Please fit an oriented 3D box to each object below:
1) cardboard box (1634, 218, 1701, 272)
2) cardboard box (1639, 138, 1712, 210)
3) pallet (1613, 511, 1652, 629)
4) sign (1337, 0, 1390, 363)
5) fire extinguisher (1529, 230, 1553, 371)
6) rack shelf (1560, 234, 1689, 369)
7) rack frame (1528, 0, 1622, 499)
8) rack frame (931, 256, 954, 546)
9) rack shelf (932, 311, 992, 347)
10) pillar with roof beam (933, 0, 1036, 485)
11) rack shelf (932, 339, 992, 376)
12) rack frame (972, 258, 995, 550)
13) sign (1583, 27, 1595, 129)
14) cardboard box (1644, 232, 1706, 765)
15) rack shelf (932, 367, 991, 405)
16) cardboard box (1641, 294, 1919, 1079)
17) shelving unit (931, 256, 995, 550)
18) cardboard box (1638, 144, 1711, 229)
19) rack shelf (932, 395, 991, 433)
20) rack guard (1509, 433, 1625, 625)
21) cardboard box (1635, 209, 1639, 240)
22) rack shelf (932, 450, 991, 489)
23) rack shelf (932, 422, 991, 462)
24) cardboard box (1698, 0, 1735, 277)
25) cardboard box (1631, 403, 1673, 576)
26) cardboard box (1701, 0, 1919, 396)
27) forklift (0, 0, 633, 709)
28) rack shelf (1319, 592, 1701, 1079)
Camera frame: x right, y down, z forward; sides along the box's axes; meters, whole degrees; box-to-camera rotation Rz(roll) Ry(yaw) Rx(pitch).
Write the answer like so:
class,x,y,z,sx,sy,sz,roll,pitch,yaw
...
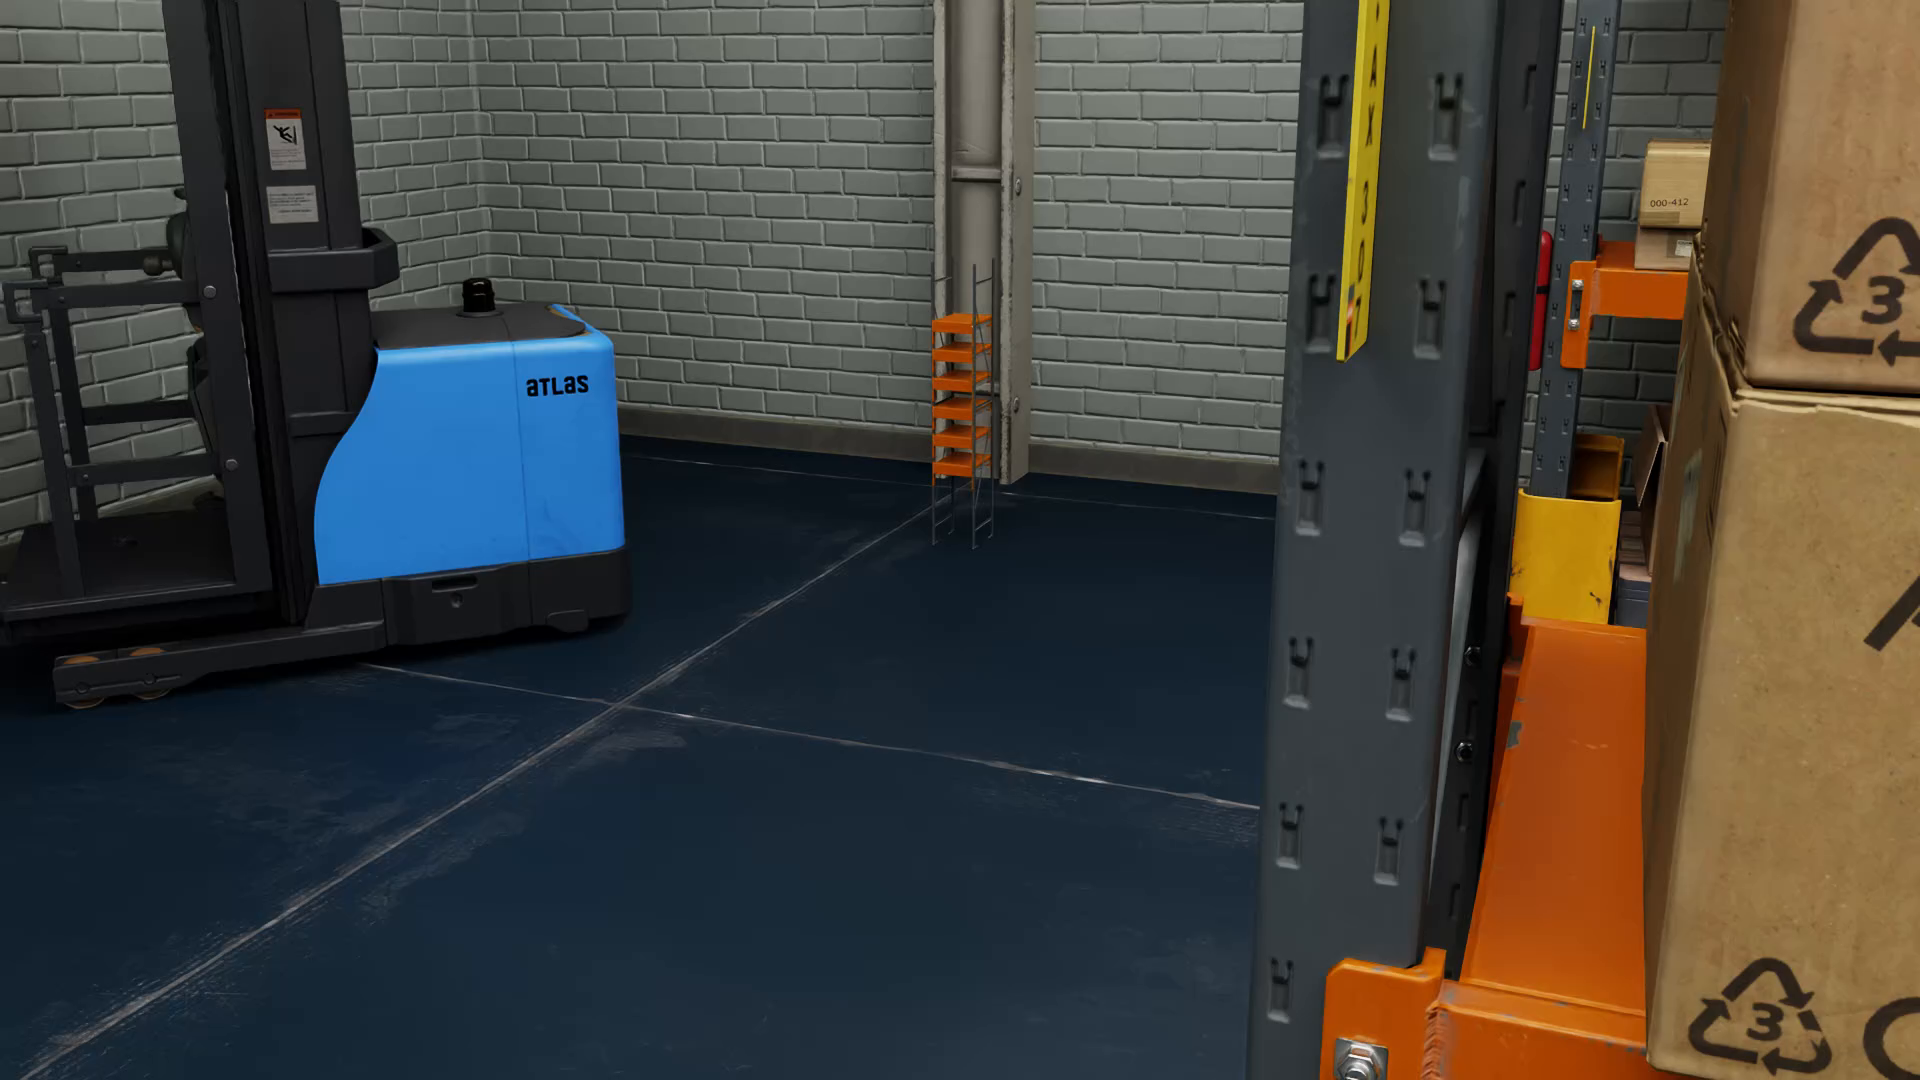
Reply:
class,x,y,z,sx,sy,sz,roll,pitch,yaw
cardboard box,2.496,-1.035,5.810,0.250,0.149,0.380,6,17,20
cardboard box,2.816,-1.353,6.190,0.500,0.250,0.500,7,18,22
pallet,3.104,0.168,6.217,1.213,0.211,1.003,6,17,21
sign,0.264,-0.283,1.074,0.005,0.325,0.100,6,17,21
fire extinguisher,1.985,-0.939,5.837,0.183,0.674,0.296,6,17,21
rack shelf,4.152,-0.710,5.531,4.000,0.370,1.077,6,17,21
rack frame,2.291,-1.261,6.135,0.127,3.000,1.000,6,17,21
rack frame,-0.072,-0.584,7.034,0.006,1.200,0.240,6,17,21
rack shelf,0.013,-0.878,6.913,0.180,0.103,0.258,6,17,21
pillar with roof beam,-1.466,-3.535,3.208,0.400,9.000,9.100,6,17,21
rack shelf,0.013,-0.763,6.947,0.180,0.103,0.258,6,17,21
rack frame,0.099,-0.565,6.969,0.006,1.200,0.240,6,17,21
sign,2.092,-1.536,5.530,0.005,0.325,0.100,6,17,21
cardboard box,1.019,-0.040,1.752,0.500,0.500,0.500,6,17,21
rack shelf,0.013,-0.647,6.980,0.180,0.103,0.258,6,17,21
cardboard box,0.814,0.103,1.260,0.500,0.500,0.500,6,17,20
shelving unit,0.013,-0.575,7.001,0.189,1.200,0.258,6,17,21
cardboard box,2.614,-1.215,5.714,0.500,0.250,0.500,6,17,21
rack shelf,0.013,-0.532,7.014,0.180,0.103,0.258,6,17,21
rack guard,2.362,-0.052,6.457,0.348,0.500,1.175,6,17,21
cardboard box,2.698,-1.176,6.293,0.250,0.149,0.380,6,17,20
rack shelf,0.013,-0.302,7.081,0.180,0.103,0.258,6,17,21
rack shelf,0.013,-0.417,7.047,0.180,0.103,0.258,6,17,21
cardboard box,1.009,-0.513,1.589,0.500,0.500,0.500,7,18,22
cardboard box,2.825,-0.176,6.125,0.637,0.503,0.797,6,17,18
cardboard box,0.815,-0.378,1.123,0.500,0.500,0.500,6,17,19
forklift,-2.757,-1.035,5.483,3.031,2.935,1.130,-7,18,-23
rack shelf,2.334,0.577,1.095,4.000,0.370,1.077,6,17,21
